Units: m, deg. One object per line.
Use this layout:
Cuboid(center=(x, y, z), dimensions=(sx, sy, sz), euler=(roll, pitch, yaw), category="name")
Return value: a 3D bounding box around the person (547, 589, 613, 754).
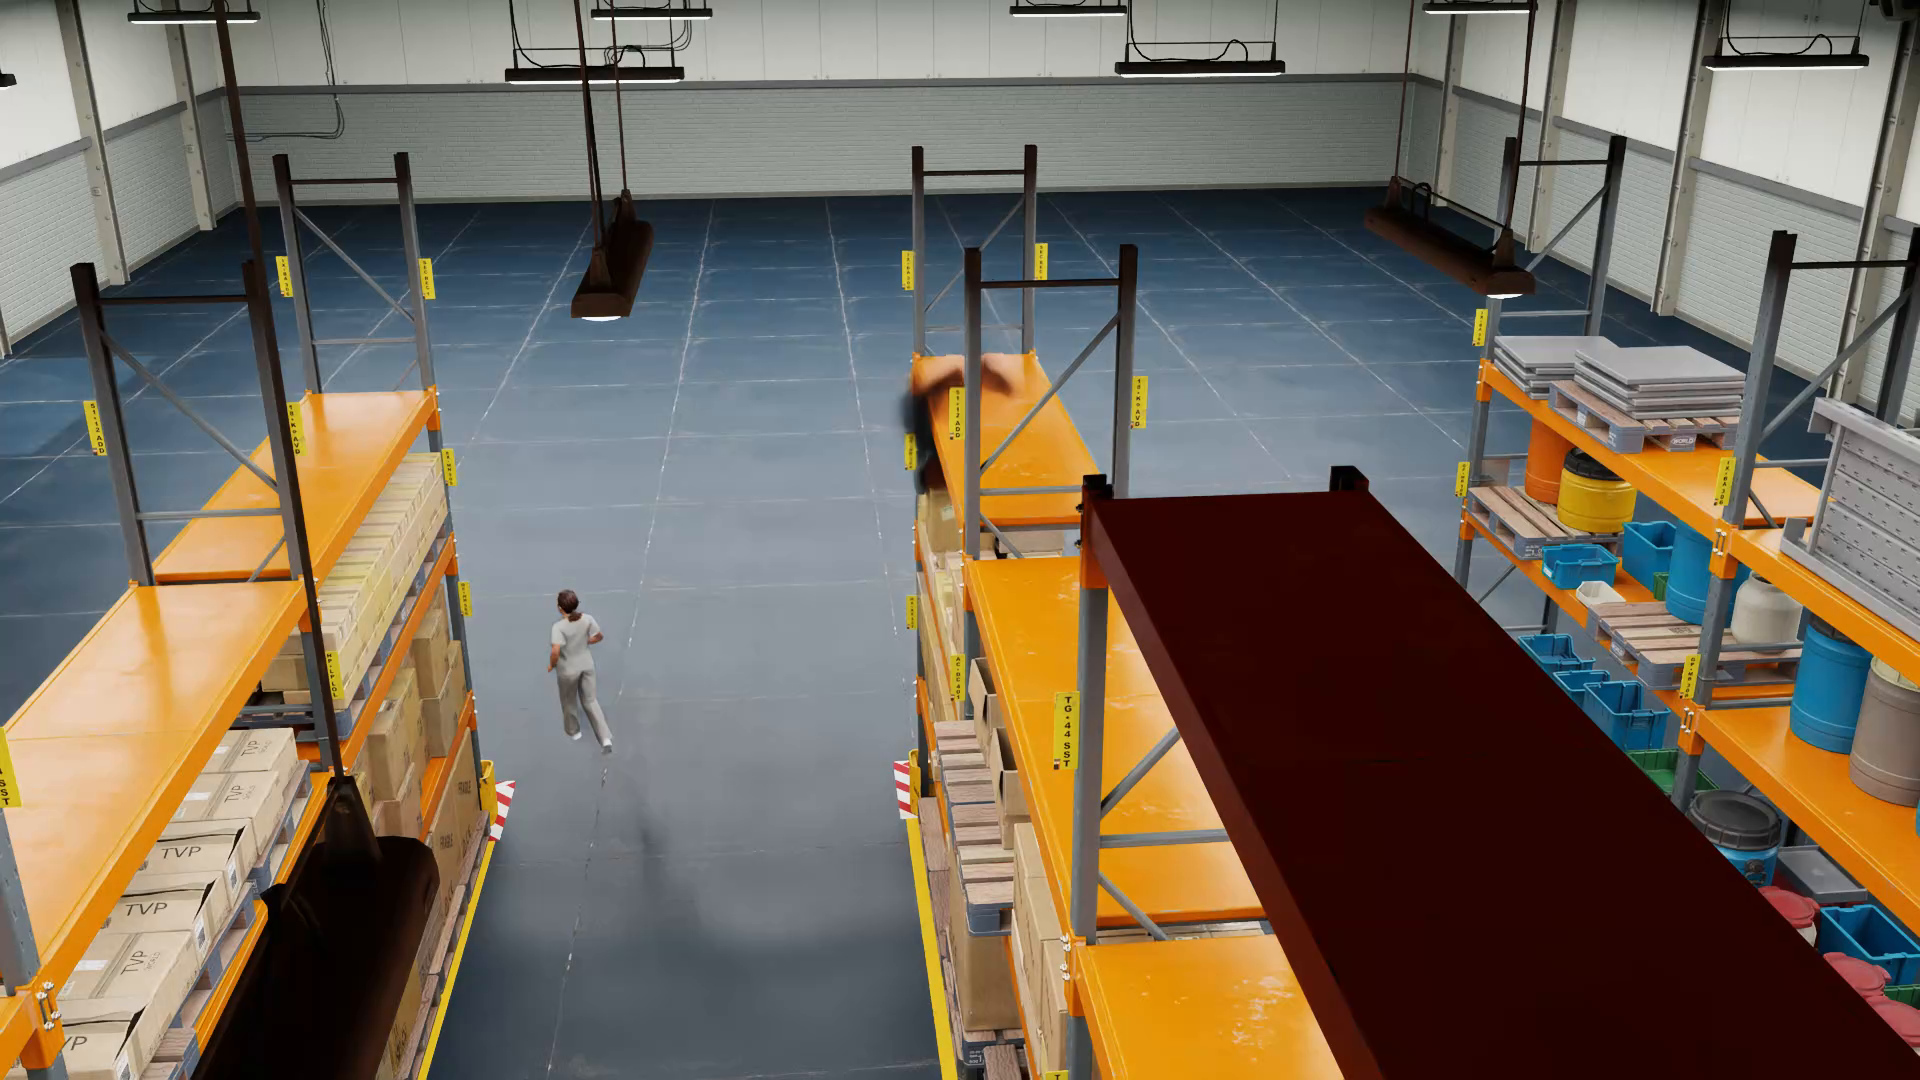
Cuboid(center=(-3.608, 1.220, 15.538), dimensions=(0.599, 1.662, 0.895), euler=(-18, 28, -37), category="person")
